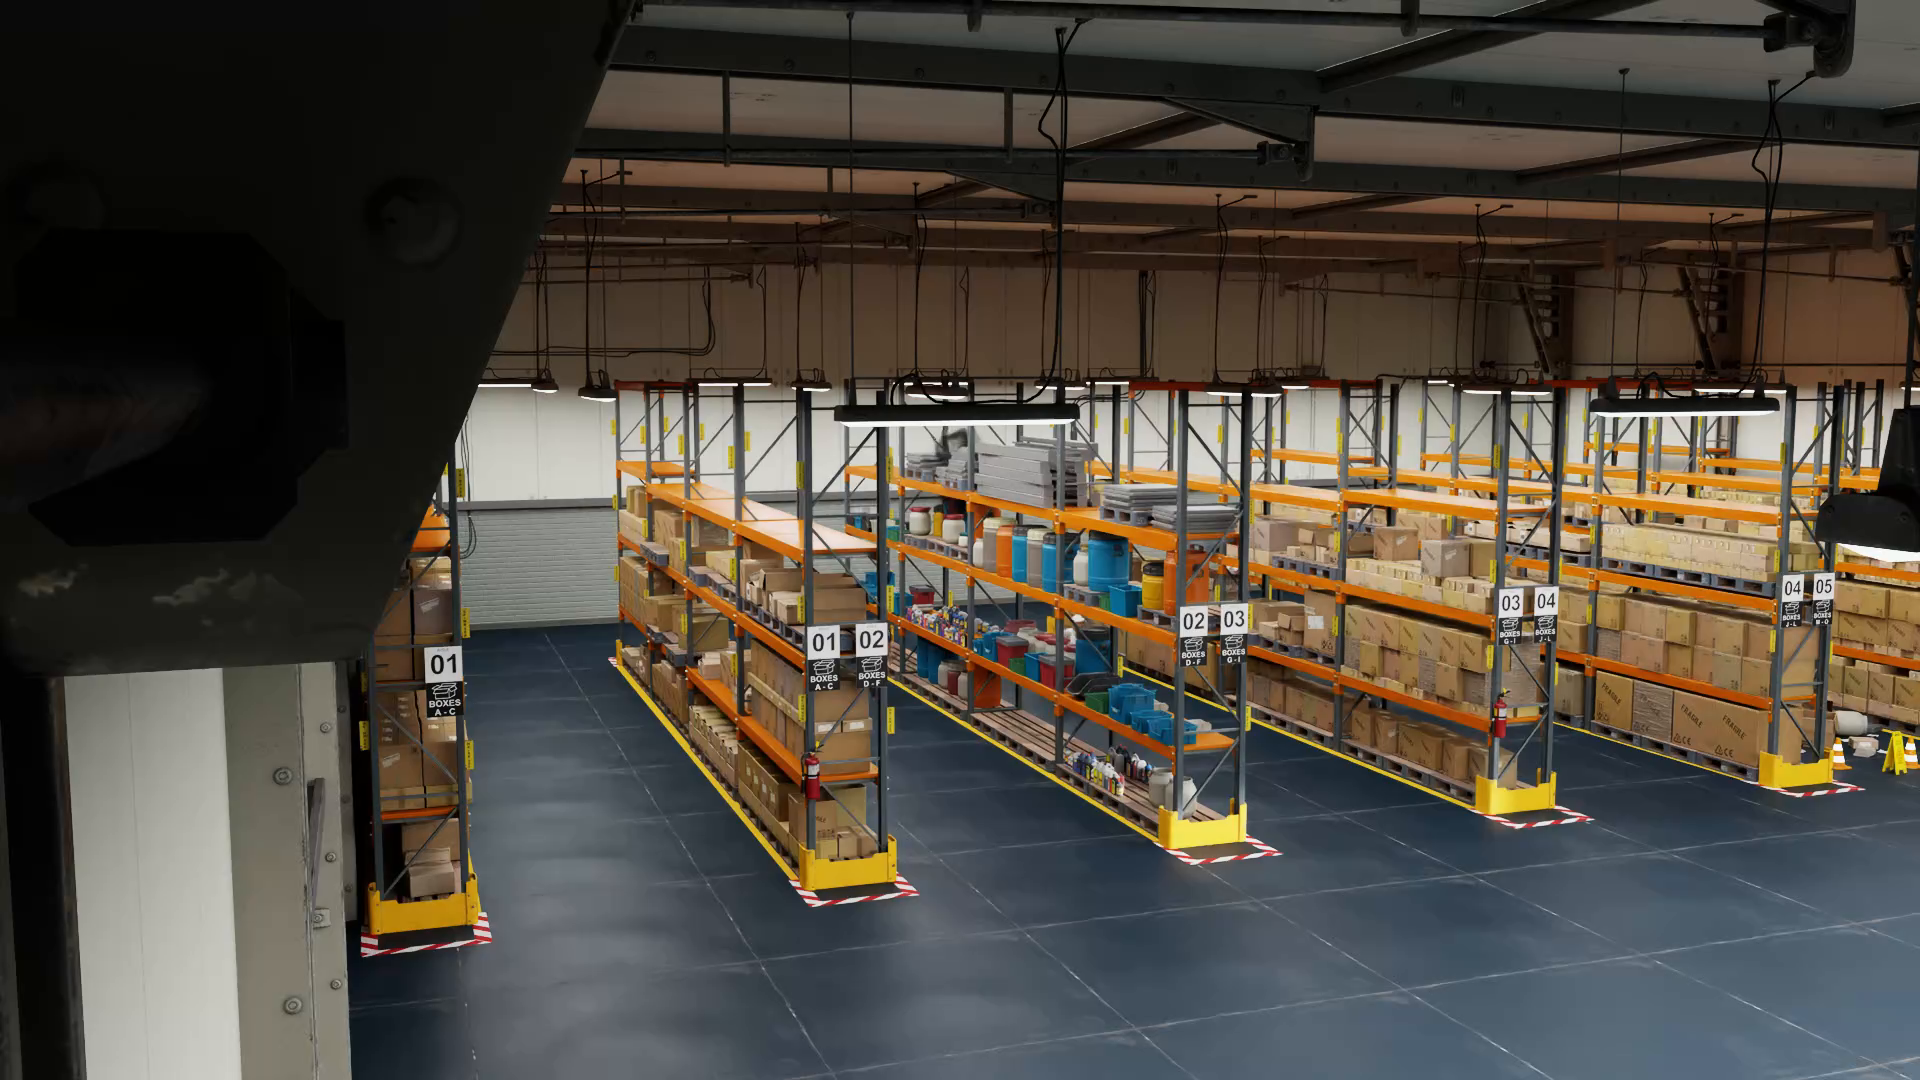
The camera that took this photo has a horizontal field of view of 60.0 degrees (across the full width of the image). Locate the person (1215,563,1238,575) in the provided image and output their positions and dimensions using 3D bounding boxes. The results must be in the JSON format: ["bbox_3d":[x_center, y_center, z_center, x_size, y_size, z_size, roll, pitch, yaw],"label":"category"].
[{"bbox_3d":[6.682,1.065,41.872,0.743,1.779,0.847,6,8,43],"label":"person"}]

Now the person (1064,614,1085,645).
[{"bbox_3d":[2.099,2.217,30.968,0.642,1.712,0.663,-4,7,-35],"label":"person"}]

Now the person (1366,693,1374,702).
[{"bbox_3d":[7.814,2.396,30.686,0.572,1.446,1.107,-1,6,-8],"label":"person"}]

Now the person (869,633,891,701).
[{"bbox_3d":[-1.554,2.276,31.322,0.604,1.505,0.810,-4,8,-36],"label":"person"}]
